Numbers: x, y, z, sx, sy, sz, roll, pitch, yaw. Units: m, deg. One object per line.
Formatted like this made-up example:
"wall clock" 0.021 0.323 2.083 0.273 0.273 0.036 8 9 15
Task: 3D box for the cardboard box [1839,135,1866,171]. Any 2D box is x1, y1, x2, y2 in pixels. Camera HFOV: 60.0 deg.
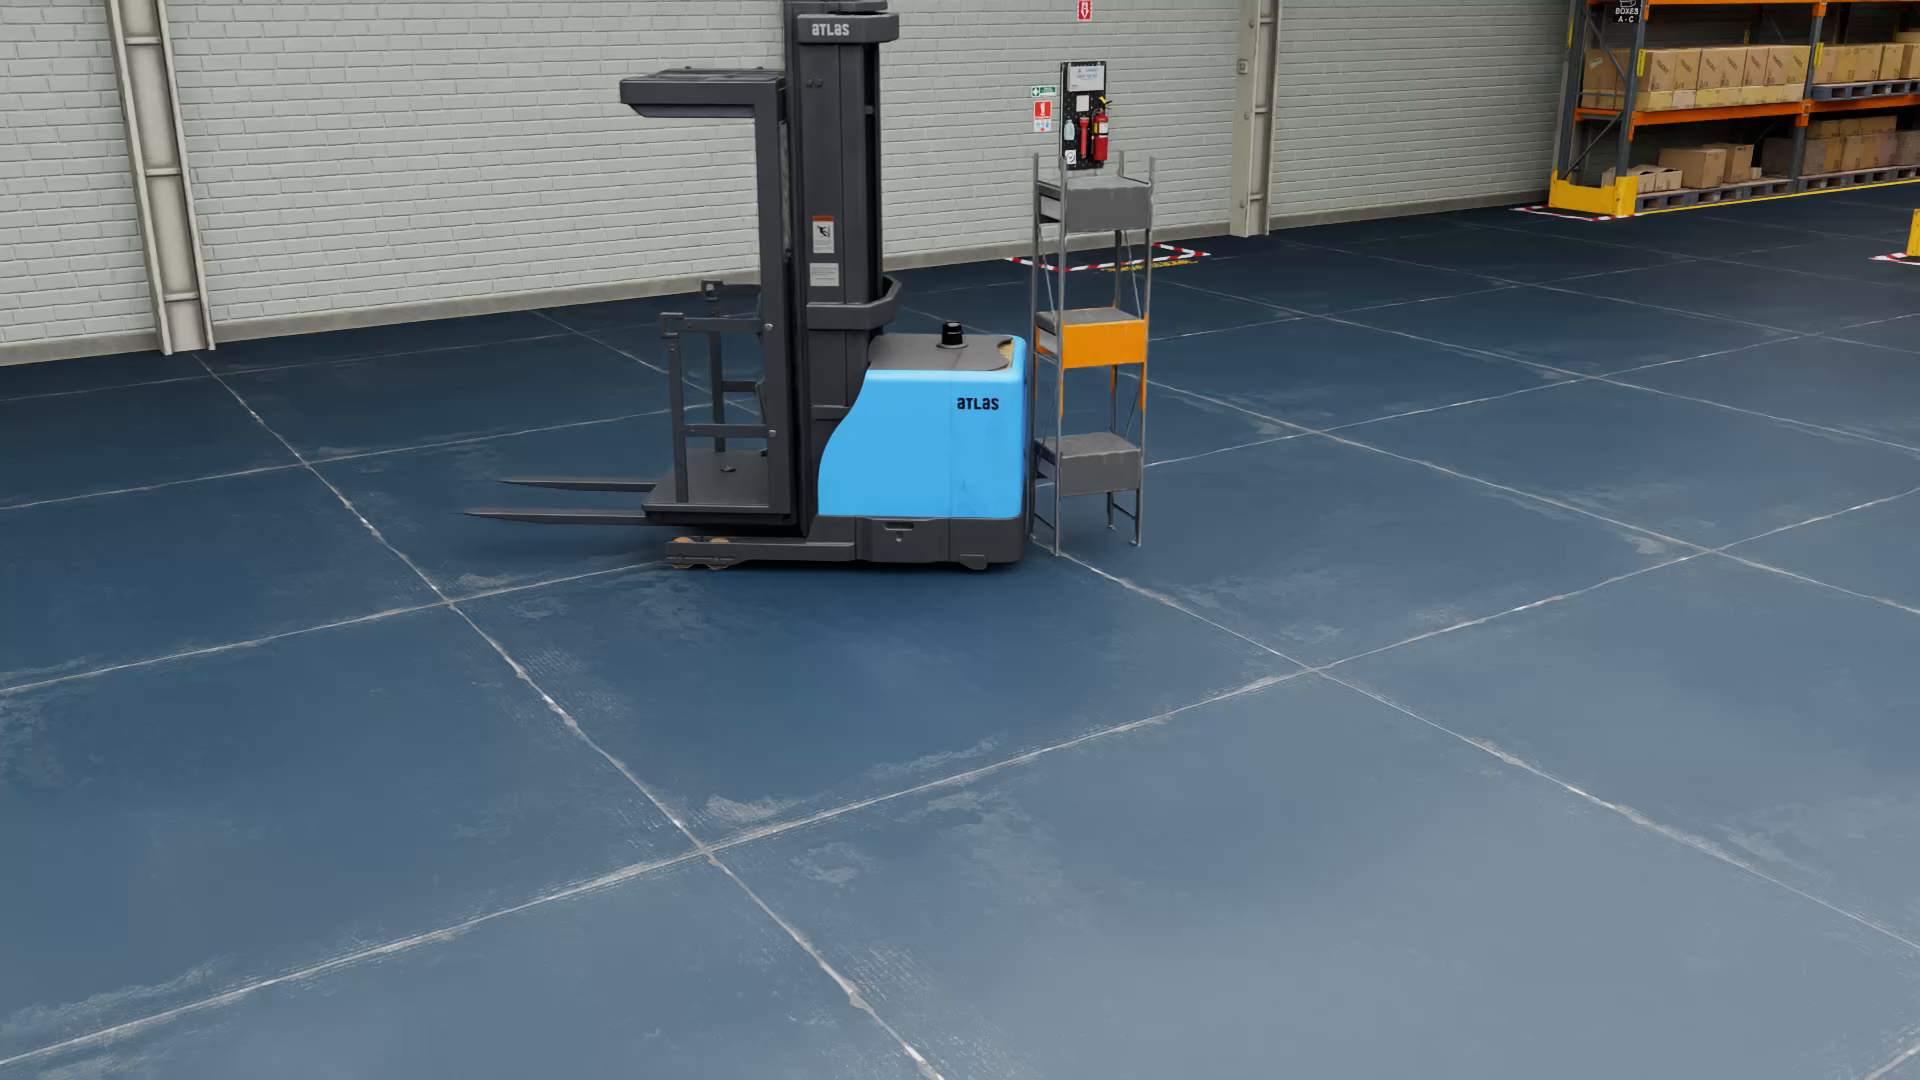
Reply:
"cardboard box" 13.215 -5.893 25.208 0.500 0.500 0.700 -12 22 -31

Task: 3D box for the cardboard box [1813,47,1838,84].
"cardboard box" 12.201 -6.887 24.090 0.500 0.500 0.700 -12 22 -31

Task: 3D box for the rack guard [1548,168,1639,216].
"rack guard" 8.480 -4.676 22.294 0.348 0.500 1.175 -12 22 -31

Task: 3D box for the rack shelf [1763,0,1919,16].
"rack shelf" 13.427 -7.983 24.615 4.000 0.370 1.077 -12 22 -31

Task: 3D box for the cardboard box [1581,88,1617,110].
"cardboard box" 8.700 -5.919 22.272 0.500 0.250 0.500 -12 22 -31

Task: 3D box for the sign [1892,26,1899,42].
"sign" 14.790 -7.952 26.274 0.005 0.325 0.100 -12 22 -31

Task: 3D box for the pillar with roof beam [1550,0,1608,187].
"pillar with roof beam" 10.893 -7.892 18.537 0.400 9.000 9.100 -12 22 -31

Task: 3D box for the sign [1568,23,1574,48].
"sign" 8.128 -6.697 22.068 0.005 0.325 0.100 -12 22 -31

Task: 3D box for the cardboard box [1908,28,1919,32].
"cardboard box" 15.334 -7.958 26.277 0.500 0.250 0.500 -11 22 -30

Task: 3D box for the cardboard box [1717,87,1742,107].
"cardboard box" 10.276 -6.058 22.682 0.500 0.250 0.500 -12 22 -31

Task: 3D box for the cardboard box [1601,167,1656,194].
"cardboard box" 9.043 -4.879 22.504 0.500 0.311 0.500 -15 24 -37

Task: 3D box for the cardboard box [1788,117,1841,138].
"cardboard box" 12.728 -6.143 24.777 0.500 0.250 0.500 -12 22 -33

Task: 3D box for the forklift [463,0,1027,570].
"forklift" -1.156 -1.398 8.802 3.031 2.935 1.130 1 19 4

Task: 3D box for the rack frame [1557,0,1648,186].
"rack frame" 8.416 -5.846 21.854 0.127 3.000 1.000 -12 22 -31

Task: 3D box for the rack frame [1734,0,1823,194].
"rack frame" 11.757 -6.551 23.938 0.127 3.000 1.000 -12 22 -31

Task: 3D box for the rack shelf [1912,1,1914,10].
"rack shelf" 16.768 -8.688 26.699 4.000 0.370 1.077 -12 22 -31

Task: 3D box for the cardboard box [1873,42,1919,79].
"cardboard box" 14.259 -7.320 25.371 0.500 0.500 0.700 -14 23 -36

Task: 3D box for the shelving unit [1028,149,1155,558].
"shelving unit" 0.687 -0.986 8.884 0.503 2.100 0.431 -7 20 -19

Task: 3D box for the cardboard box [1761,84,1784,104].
"cardboard box" 11.107 -6.239 23.220 0.500 0.250 0.500 -12 22 -31

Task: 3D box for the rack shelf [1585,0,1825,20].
"rack shelf" 10.086 -7.279 22.531 4.000 0.370 1.077 -12 22 -31

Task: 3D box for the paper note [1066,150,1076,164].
"paper note" 1.243 -4.289 18.624 0.142 0.148 0.016 -12 22 -31

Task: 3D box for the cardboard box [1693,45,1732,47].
"cardboard box" 10.396 -6.641 23.238 0.500 0.500 0.500 -11 22 -30

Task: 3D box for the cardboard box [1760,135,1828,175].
"cardboard box" 12.362 -5.709 24.665 0.500 0.500 0.700 -11 22 -30

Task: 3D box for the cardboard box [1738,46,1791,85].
"cardboard box" 11.118 -6.589 23.084 0.500 0.500 0.500 -12 22 -32

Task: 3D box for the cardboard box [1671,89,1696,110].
"cardboard box" 9.424 -5.881 22.160 0.500 0.250 0.500 -13 22 -33

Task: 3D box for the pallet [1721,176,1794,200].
"pallet" 11.215 -5.102 24.007 1.213 0.211 1.003 -12 22 -31

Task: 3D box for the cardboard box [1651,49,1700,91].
"cardboard box" 9.398 -6.228 22.016 0.500 0.500 0.500 -12 22 -31

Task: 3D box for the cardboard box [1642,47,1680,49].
"cardboard box" 9.548 -6.458 22.696 0.500 0.500 0.500 -13 22 -33

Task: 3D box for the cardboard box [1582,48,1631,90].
"cardboard box" 8.693 -6.280 22.169 0.500 0.500 0.500 -12 22 -32

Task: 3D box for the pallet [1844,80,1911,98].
"pallet" 13.467 -6.805 24.989 1.213 0.211 1.003 -12 22 -31

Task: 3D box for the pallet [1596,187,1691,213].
"pallet" 9.178 -4.672 22.736 1.213 0.211 1.003 -12 22 -31

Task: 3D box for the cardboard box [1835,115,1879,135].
"cardboard box" 13.588 -6.319 25.297 0.500 0.250 0.500 -12 22 -32

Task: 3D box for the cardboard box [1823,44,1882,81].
"cardboard box" 13.204 -7.108 24.743 0.500 0.500 0.700 -9 21 -24

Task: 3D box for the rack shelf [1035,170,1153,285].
"rack shelf" 0.687 -1.637 8.664 0.480 0.518 0.431 -7 20 -19

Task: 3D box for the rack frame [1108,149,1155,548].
"rack frame" 0.917 -1.013 8.962 0.015 2.100 0.400 -7 20 -19

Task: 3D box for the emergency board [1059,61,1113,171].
"emergency board" 1.429 -4.719 18.520 0.643 1.169 0.194 -12 22 -31

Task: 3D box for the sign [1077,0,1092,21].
"sign" 1.368 -5.843 18.223 0.199 0.298 0.001 -12 22 -31

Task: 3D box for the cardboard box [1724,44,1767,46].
"cardboard box" 11.249 -6.818 23.760 0.500 0.500 0.500 -13 22 -33

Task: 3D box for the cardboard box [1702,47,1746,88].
"cardboard box" 10.258 -6.412 22.558 0.500 0.500 0.500 -11 22 -30

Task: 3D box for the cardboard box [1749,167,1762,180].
"cardboard box" 11.326 -5.315 24.019 0.250 0.166 0.380 -16 24 -38

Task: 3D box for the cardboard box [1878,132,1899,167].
"cardboard box" 14.031 -6.079 25.760 0.500 0.500 0.700 -12 22 -31

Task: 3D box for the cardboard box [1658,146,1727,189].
"cardboard box" 10.160 -5.185 23.113 0.500 0.500 0.700 -14 23 -35

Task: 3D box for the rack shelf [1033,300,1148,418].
"rack shelf" 0.687 -0.974 8.888 0.480 0.518 0.431 -7 20 -19

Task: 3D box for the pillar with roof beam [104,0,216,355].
"pillar with roof beam" -4.141 -4.721 9.158 0.400 9.000 9.100 -12 22 -31

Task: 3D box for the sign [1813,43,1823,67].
"sign" 12.062 -6.817 23.374 0.005 0.325 0.100 -12 22 -31

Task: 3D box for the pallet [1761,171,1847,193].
"pallet" 12.406 -5.367 24.792 1.213 0.211 1.003 -12 22 -31
